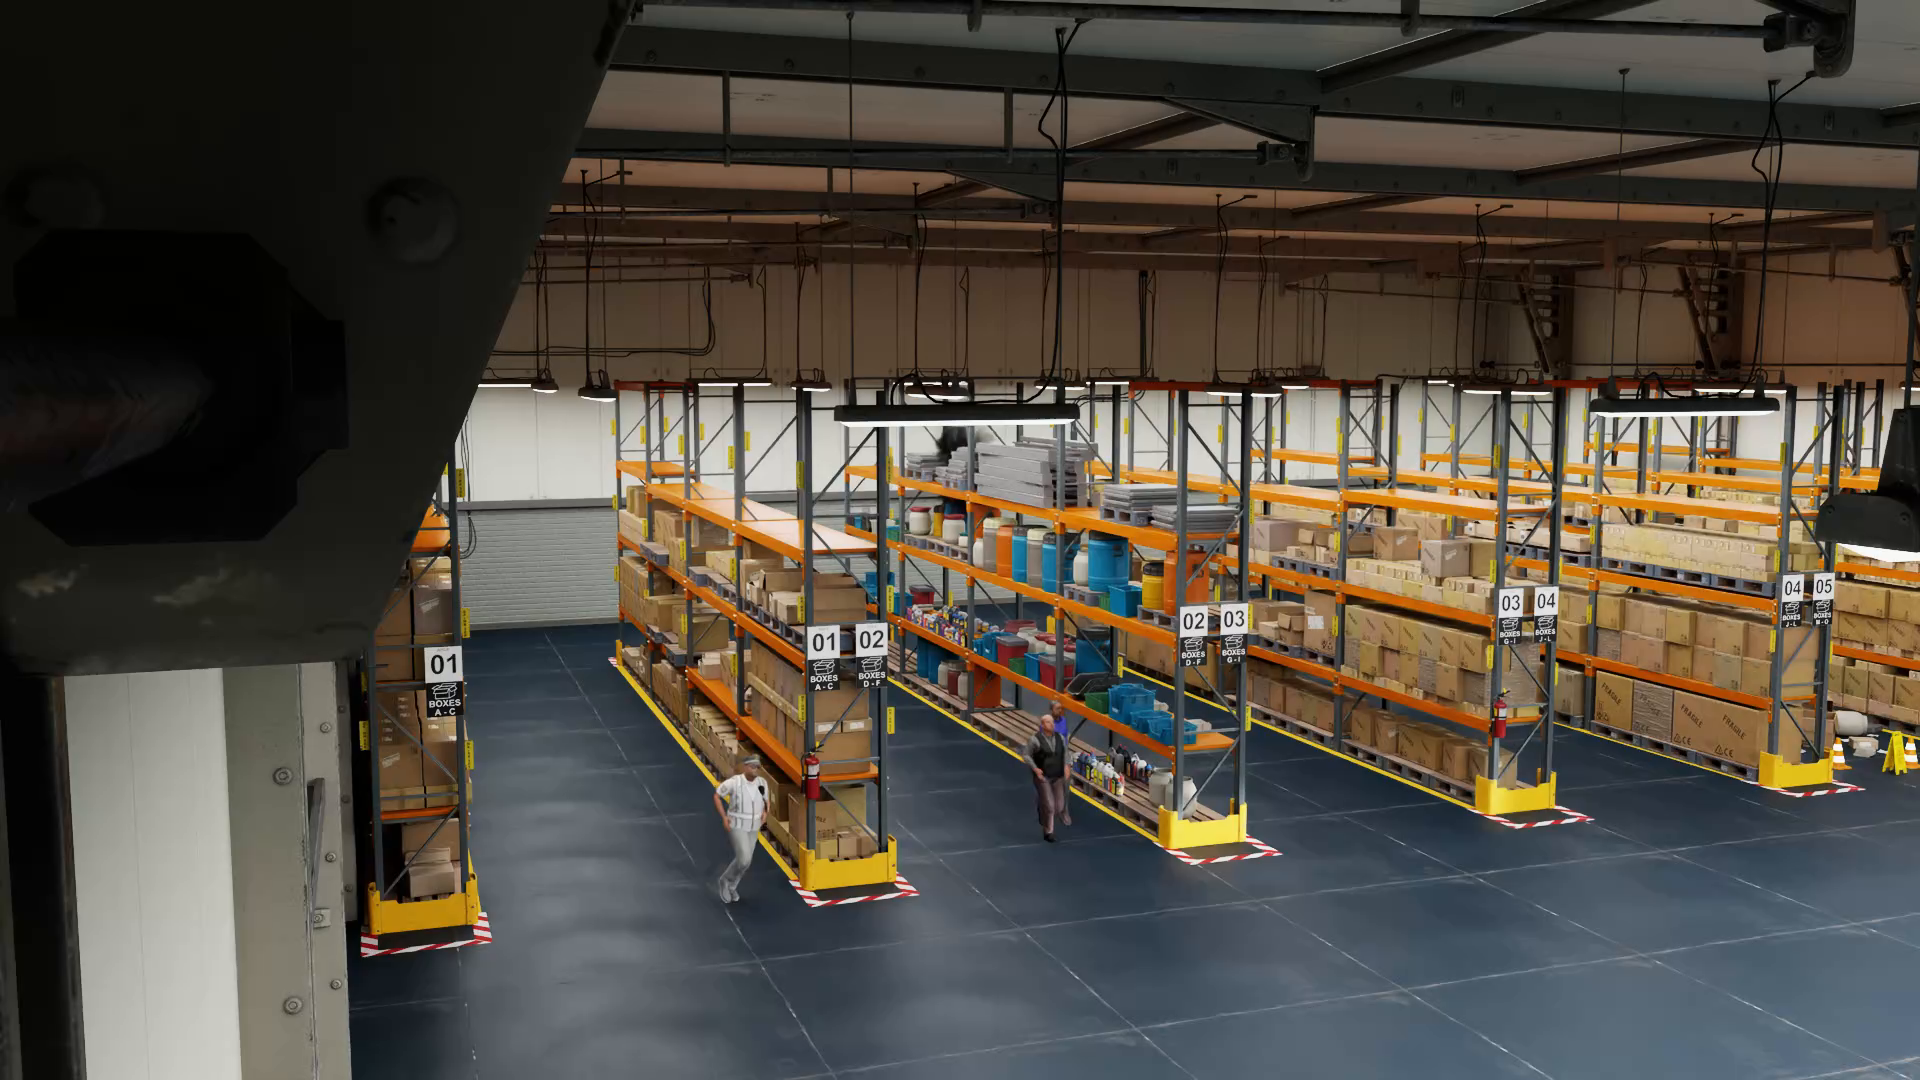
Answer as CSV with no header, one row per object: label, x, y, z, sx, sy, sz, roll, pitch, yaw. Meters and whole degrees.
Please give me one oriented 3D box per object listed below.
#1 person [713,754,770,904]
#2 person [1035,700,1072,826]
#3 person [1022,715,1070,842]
person,-2.526,3.396,19.667,0.691,1.738,0.597,-5,8,-42
person,1.316,3.058,23.097,0.577,1.671,0.803,-3,7,-24
person,1.157,3.153,22.175,0.688,1.681,0.636,-3,7,-25
